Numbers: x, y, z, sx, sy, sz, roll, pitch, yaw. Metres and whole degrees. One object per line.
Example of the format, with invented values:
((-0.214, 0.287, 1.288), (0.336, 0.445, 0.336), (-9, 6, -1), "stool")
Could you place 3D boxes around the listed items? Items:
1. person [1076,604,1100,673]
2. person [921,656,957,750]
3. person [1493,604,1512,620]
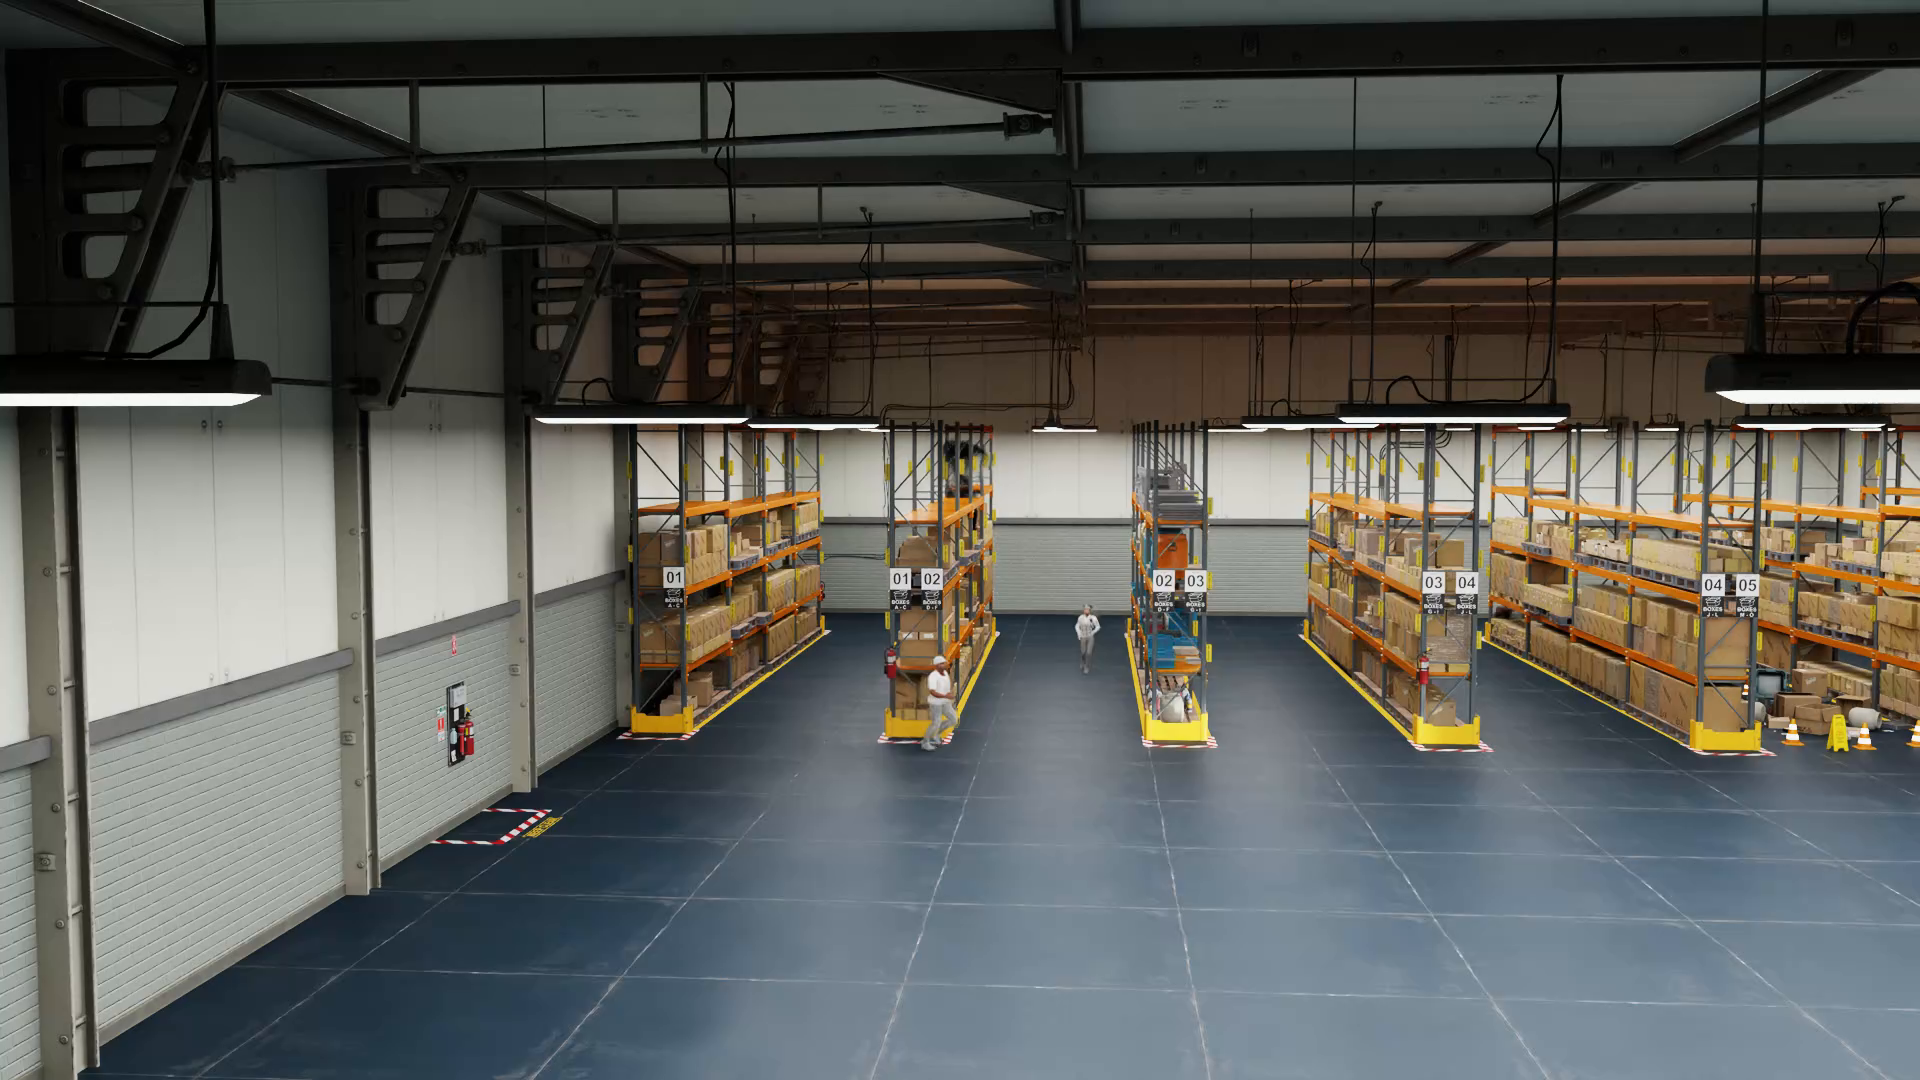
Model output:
((3.070, 2.368, 40.022), (0.604, 1.664, 0.519), (1, 4, 10), "person")
((-0.342, 2.945, 30.138), (0.751, 1.716, 0.723), (2, 4, 31), "person")
((15.576, 1.983, 47.476), (0.721, 1.524, 0.840), (1, 4, 19), "person")
